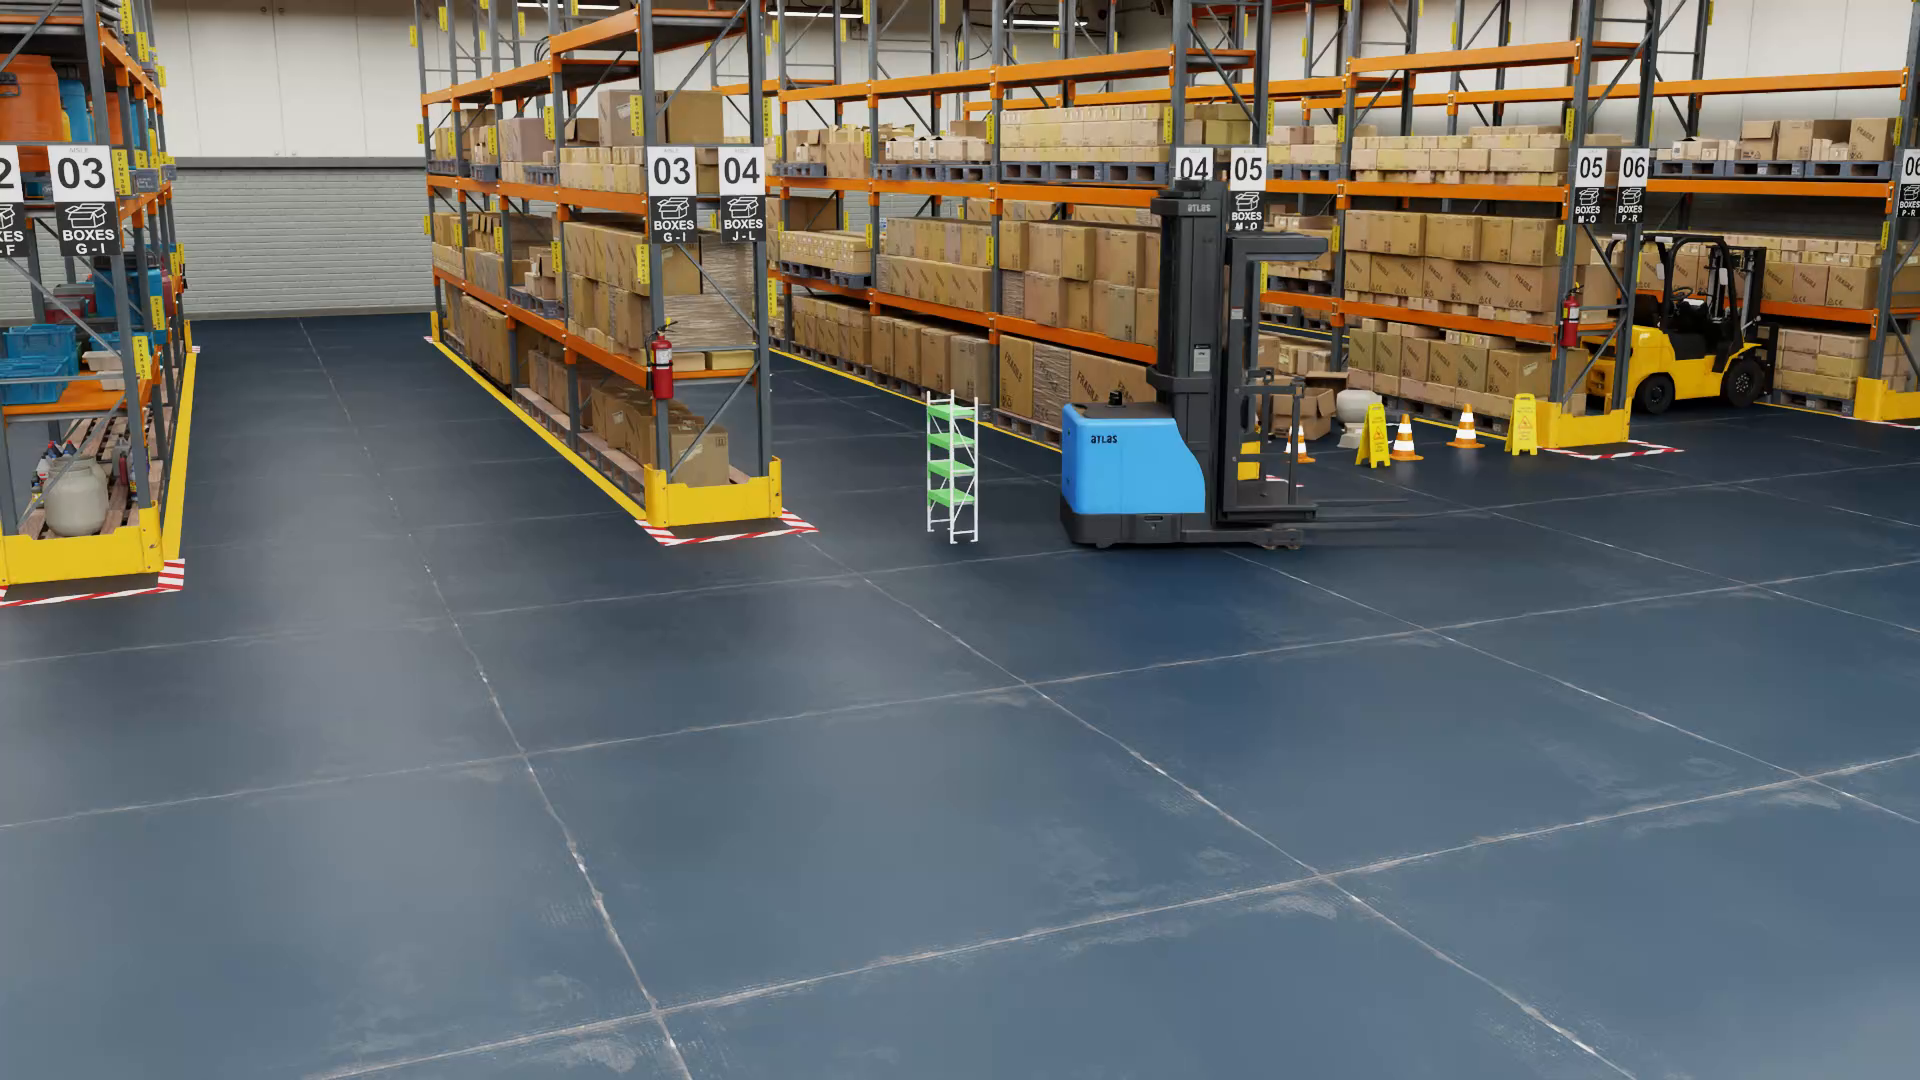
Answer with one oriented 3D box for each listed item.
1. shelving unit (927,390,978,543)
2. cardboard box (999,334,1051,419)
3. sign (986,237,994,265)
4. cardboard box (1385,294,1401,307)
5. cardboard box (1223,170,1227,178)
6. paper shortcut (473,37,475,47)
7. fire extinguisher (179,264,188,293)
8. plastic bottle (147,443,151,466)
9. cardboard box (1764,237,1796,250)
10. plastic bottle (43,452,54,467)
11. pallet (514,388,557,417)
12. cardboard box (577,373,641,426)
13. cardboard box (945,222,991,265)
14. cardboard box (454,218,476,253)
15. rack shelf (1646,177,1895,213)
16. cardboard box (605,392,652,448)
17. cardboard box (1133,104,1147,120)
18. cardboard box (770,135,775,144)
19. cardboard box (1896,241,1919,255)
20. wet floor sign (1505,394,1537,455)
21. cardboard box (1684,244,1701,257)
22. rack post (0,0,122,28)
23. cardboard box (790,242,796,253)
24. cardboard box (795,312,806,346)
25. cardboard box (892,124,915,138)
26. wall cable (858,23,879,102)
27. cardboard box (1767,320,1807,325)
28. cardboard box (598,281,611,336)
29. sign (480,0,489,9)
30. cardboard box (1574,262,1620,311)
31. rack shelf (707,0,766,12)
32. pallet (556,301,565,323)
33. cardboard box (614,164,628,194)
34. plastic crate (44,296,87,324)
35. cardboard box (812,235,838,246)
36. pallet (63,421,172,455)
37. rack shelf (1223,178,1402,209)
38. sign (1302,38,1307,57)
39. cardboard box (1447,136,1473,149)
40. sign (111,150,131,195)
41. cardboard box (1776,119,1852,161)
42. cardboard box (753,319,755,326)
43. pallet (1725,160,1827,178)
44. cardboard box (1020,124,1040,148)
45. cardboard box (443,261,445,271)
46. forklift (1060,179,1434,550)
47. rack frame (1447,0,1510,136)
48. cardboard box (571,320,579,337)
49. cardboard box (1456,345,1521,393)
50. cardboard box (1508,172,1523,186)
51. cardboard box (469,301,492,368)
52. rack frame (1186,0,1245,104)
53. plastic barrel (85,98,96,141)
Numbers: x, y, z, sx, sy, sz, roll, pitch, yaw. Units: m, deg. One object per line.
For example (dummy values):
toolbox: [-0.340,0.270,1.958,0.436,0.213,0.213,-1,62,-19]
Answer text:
shelving unit: [-0.066,-0.619,13.882,0.258,1.200,0.503,-6,14,-23]
cardboard box: [1.033,-1.925,19.313,0.875,0.875,0.875,-5,14,-22]
sign: [0.352,-3.366,19.368,0.100,0.325,0.005,-6,14,-23]
cardboard box: [5.523,-2.989,20.689,0.380,0.149,0.250,-5,14,-21]
cardboard box: [4.108,-5.499,24.103,0.700,0.500,0.500,-6,14,-23]
paper shortcut: [-6.352,-6.507,21.717,0.009,0.170,0.078,6,-22,-25]
fire extinguisher: [-12.729,-4.349,27.006,0.296,0.674,0.183,-6,14,-23]
plastic bottle: [-7.783,-0.838,15.888,0.061,0.283,0.133,-5,14,-20]
cardboard box: [10.549,-3.801,21.322,0.380,0.149,0.250,-5,14,-22]
plastic bottle: [-8.089,-0.610,14.750,0.144,0.351,0.185,-6,14,-23]
pallet: [-5.031,-1.770,21.051,1.003,0.211,1.213,-6,14,-23]
cardboard box: [-3.966,-1.590,18.653,0.700,0.500,0.500,-7,15,-27]
cardboard box: [0.231,-3.740,20.937,0.700,0.500,0.500,-6,14,-23]
cardboard box: [-7.374,-4.625,25.211,0.500,0.500,0.500,-5,14,-21]
rack shelf: [10.688,-4.506,21.630,1.077,0.370,4.000,-6,14,-23]
cardboard box: [-3.380,-1.247,17.218,0.500,0.500,0.500,-1,13,-5]
cardboard box: [1.903,-4.136,16.073,0.380,0.149,0.250,-6,14,-23]
cardboard box: [-2.850,-6.464,26.834,0.380,0.149,0.250,-5,14,-22]
cardboard box: [11.550,-3.580,20.367,0.380,0.149,0.250,-6,14,-24]
wet floor sign: [6.038,-1.250,17.840,0.267,0.644,0.232,-1,13,-4]
cardboard box: [10.039,-3.921,22.499,0.380,0.149,0.250,-5,14,-22]
rack post: [-6.862,-4.037,12.465,0.937,0.300,0.954,-4,14,-17]
cardboard box: [-2.414,-4.542,25.807,0.380,0.149,0.250,-5,14,-22]
cardboard box: [-2.306,-3.354,26.323,0.500,0.500,0.500,-5,14,-21]
cardboard box: [-0.873,-5.816,23.774,0.396,0.266,0.258,-6,14,-23]
wall cable: [-2.003,-9.911,36.735,0.463,3.000,0.029,-6,14,-23]
cardboard box: [10.877,-2.764,22.110,0.500,0.250,0.500,-6,14,-24]
cardboard box: [-2.993,-2.252,16.064,0.875,0.500,0.500,-6,14,-23]
sign: [-5.849,-6.695,20.416,0.100,0.325,0.005,-6,14,-23]
cardboard box: [7.007,-2.849,18.648,0.500,0.500,0.500,-6,14,-24]
rack shelf: [-3.161,-9.149,27.667,1.077,0.370,4.000,-6,14,-23]
pallet: [-3.913,-2.542,18.625,1.003,0.211,1.213,-6,14,-23]
cardboard box: [-2.766,-3.206,14.748,0.500,0.250,0.500,-6,14,-23]
plastic crate: [-8.752,-2.120,16.237,0.402,0.464,0.583,-6,14,-23]
cardboard box: [-1.993,-4.471,24.841,0.380,0.149,0.250,-5,14,-21]
pallet: [-9.121,-1.069,18.023,1.003,0.211,1.213,-6,14,-23]
rack shelf: [4.539,-4.883,23.260,1.077,0.370,4.000,-6,14,-23]
sign: [6.178,-8.832,29.828,0.100,0.325,0.005,-6,14,-23]
cardboard box: [5.891,-4.617,19.304,0.380,0.149,0.250,-5,14,-22]
sign: [-6.170,-2.705,12.233,0.100,0.325,0.005,-6,14,-23]
cardboard box: [10.770,-5.035,20.947,0.700,0.500,0.500,-6,14,-23]
cardboard box: [-3.413,-3.731,28.728,0.380,0.149,0.250,-6,14,-23]
pallet: [10.737,-4.801,21.506,1.003,0.211,1.213,-6,14,-23]
cardboard box: [0.988,-4.447,18.301,0.500,0.250,0.500,-6,14,-23]
cardboard box: [-8.190,-4.452,27.012,0.380,0.149,0.250,-6,14,-24]
forklift: [2.399,-1.469,13.719,3.031,2.935,1.130,-1,13,-4]
rack frame: [8.284,-7.558,26.567,1.000,3.000,0.127,-6,14,-23]
cardboard box: [-3.841,-2.217,17.355,0.380,0.149,0.250,-6,14,-23]
cardboard box: [6.171,-2.013,19.417,0.500,0.500,0.500,-5,14,-21]
cardboard box: [6.338,-4.027,18.521,0.380,0.149,0.250,-5,14,-21]
cardboard box: [-6.311,-2.972,23.837,1.225,0.875,0.875,-6,14,-25]
rack frame: [3.738,-7.108,24.626,1.000,3.000,0.127,-6,14,-23]
plastic barrel: [-9.205,-4.078,17.074,0.600,0.901,0.708,-6,14,-23]
